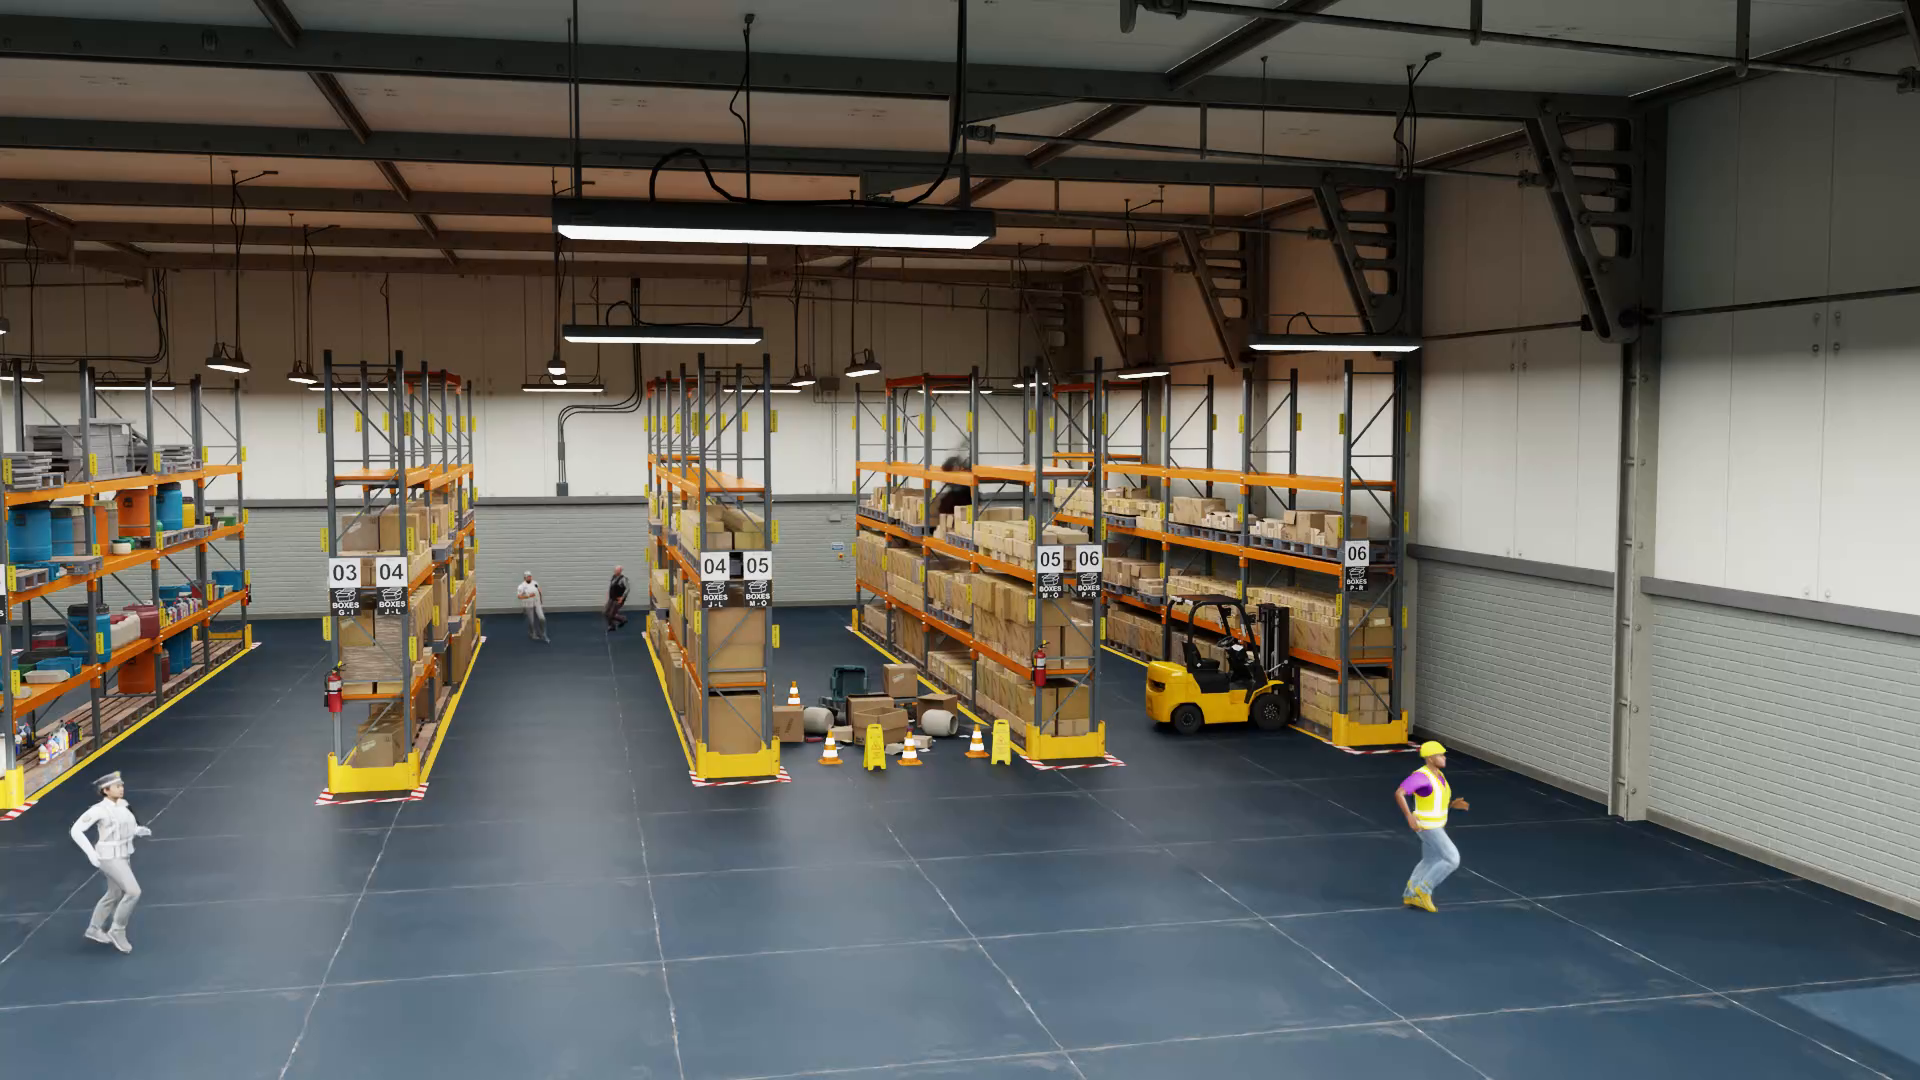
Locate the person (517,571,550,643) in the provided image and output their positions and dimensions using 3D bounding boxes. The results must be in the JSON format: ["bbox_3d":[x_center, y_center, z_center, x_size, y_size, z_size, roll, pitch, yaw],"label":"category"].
[{"bbox_3d":[-9.855,1.541,38.218,0.701,1.681,0.681,-2,5,-32],"label":"person"}]

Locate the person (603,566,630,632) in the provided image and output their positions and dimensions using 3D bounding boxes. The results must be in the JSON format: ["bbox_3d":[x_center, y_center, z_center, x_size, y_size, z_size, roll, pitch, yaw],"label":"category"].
[{"bbox_3d":[-8.194,1.422,40.002,0.756,1.642,0.569,4,6,44],"label":"person"}]

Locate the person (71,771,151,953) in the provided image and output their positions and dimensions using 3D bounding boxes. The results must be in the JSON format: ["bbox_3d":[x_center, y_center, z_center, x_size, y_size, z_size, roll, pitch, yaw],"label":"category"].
[{"bbox_3d":[-8.042,3.059,15.845,0.696,1.730,0.577,0,4,2],"label":"person"}]

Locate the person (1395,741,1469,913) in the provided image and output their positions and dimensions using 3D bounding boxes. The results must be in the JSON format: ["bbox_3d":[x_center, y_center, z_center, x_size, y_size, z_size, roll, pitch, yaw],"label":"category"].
[{"bbox_3d":[4.866,2.938,17.049,0.666,1.747,0.695,2,5,29],"label":"person"}]
